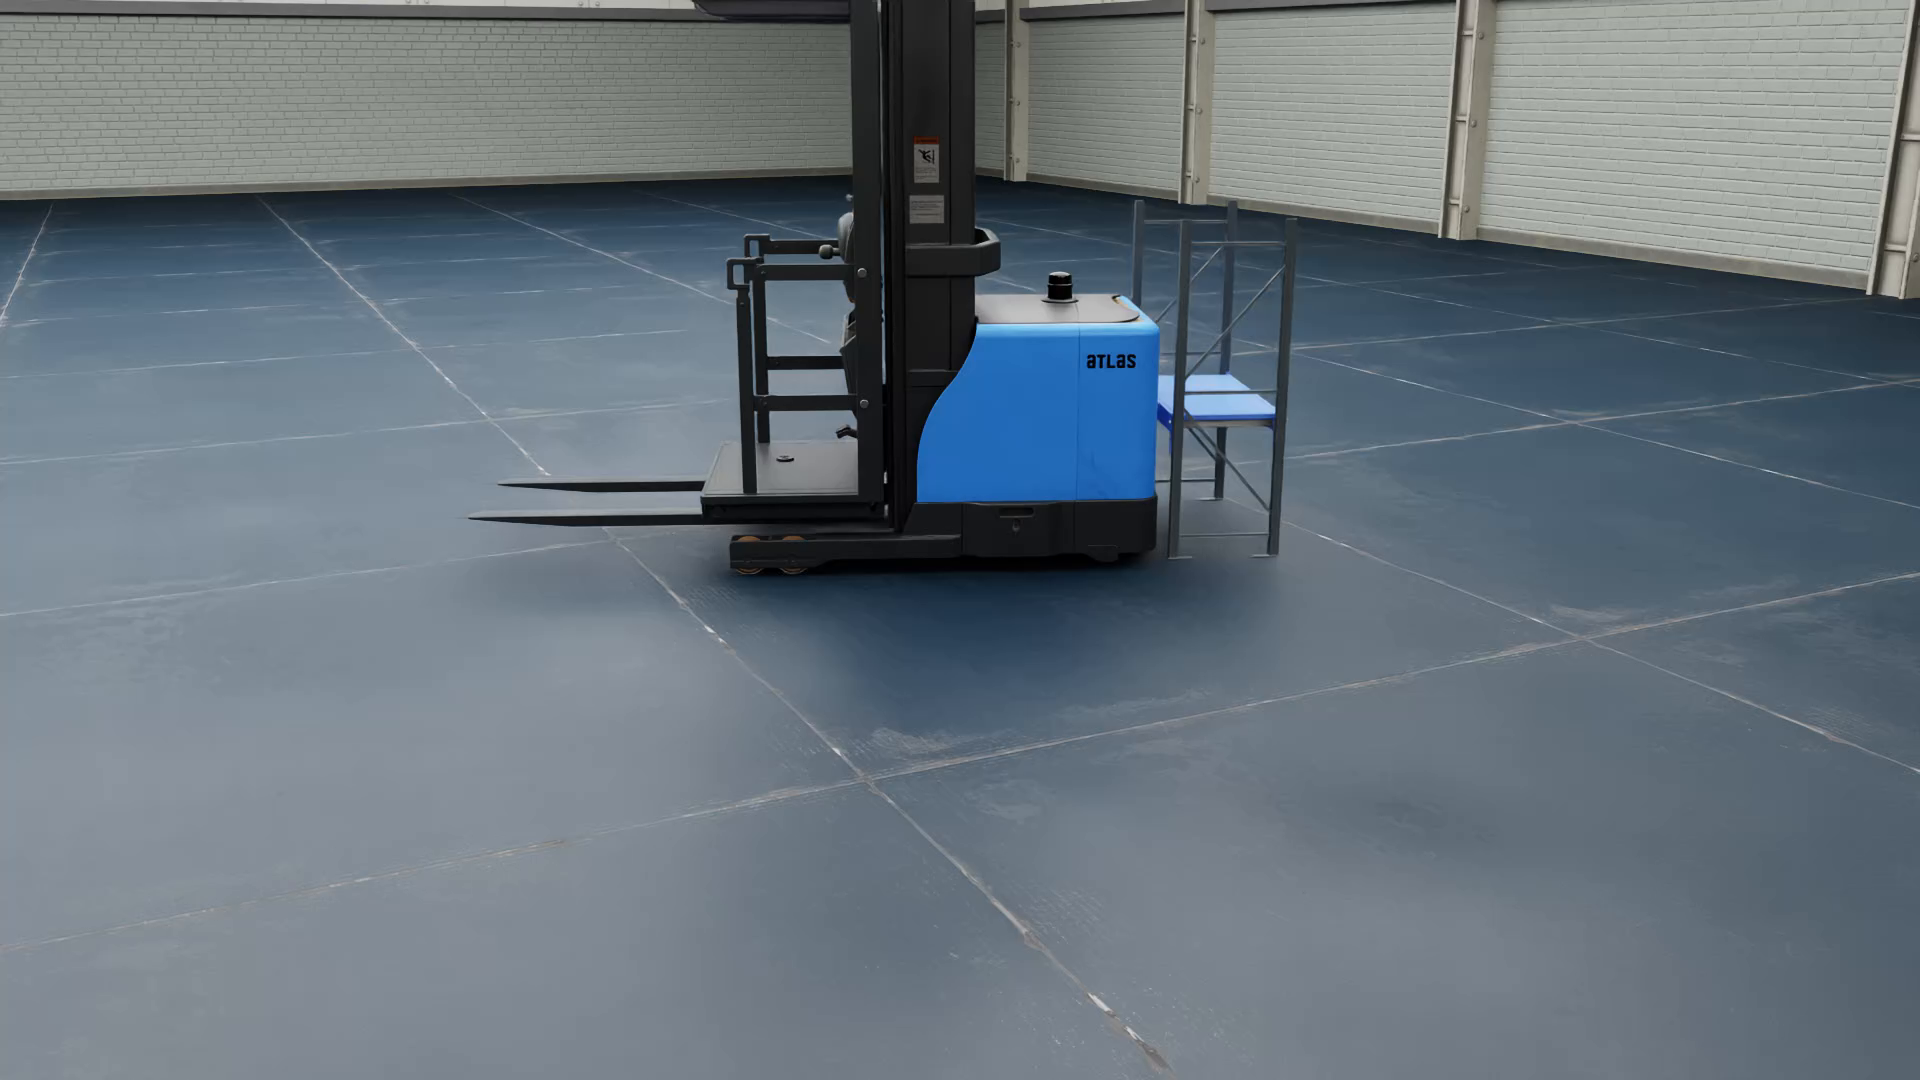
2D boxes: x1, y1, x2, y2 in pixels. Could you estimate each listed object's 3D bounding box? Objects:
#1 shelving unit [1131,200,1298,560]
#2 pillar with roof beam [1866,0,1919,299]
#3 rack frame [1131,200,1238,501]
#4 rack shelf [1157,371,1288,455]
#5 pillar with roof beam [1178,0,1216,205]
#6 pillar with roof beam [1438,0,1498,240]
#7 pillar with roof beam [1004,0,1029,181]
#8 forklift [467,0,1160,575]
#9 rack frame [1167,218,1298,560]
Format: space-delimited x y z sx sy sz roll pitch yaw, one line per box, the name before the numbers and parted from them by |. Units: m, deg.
shelving unit | 1.136 -0.780 7.748 0.538 1.500 1.048 -1 16 -5
pillar with roof beam | 5.067 -6.141 12.837 9.100 9.000 0.400 -8 18 -25
rack frame | 1.090 -0.920 8.235 0.500 1.500 0.032 -1 16 -5
rack shelf | 1.136 -0.608 7.798 0.538 0.185 1.000 -1 16 -5
pillar with roof beam | -0.190 -9.117 23.206 9.100 9.000 0.400 -8 18 -25
pillar with roof beam | 2.439 -7.629 18.022 9.100 9.000 0.400 -8 18 -25
pillar with roof beam | -2.818 -10.605 28.390 9.100 9.000 0.400 -8 18 -25
forklift | -0.665 -1.407 7.339 3.031 2.935 1.130 -1 16 -3
rack frame | 1.182 -0.641 7.262 0.500 1.500 0.032 -1 16 -5
